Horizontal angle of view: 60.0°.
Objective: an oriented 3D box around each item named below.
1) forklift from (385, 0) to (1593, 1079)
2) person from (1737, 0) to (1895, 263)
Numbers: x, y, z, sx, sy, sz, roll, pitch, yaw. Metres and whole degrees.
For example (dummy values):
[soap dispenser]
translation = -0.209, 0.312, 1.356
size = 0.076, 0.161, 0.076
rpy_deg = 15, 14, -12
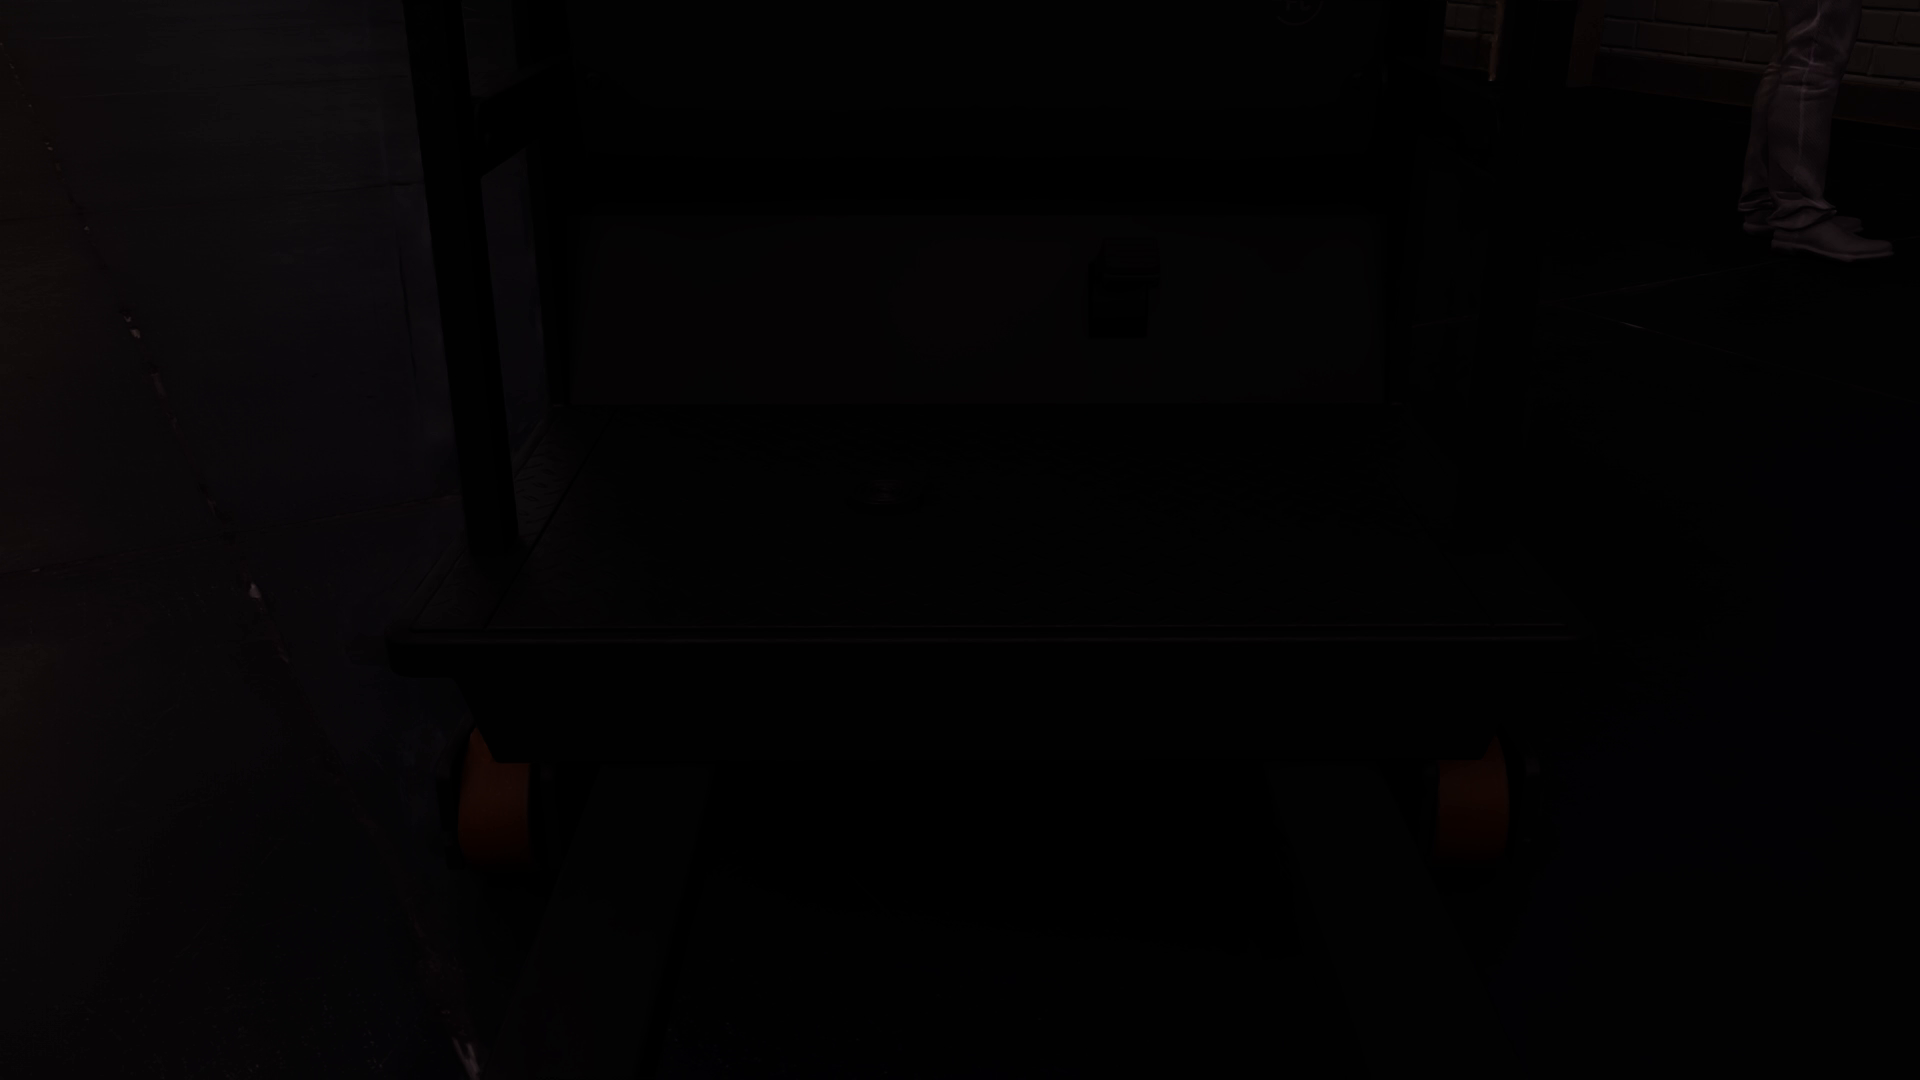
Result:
[forklift]
translation = 0.024, -1.118, 1.497
size = 1.130, 2.935, 3.031
rpy_deg = 0, 22, 0
[person]
translation = 2.353, -1.671, 4.365
size = 0.578, 1.767, 0.672
rpy_deg = 15, 27, 33
